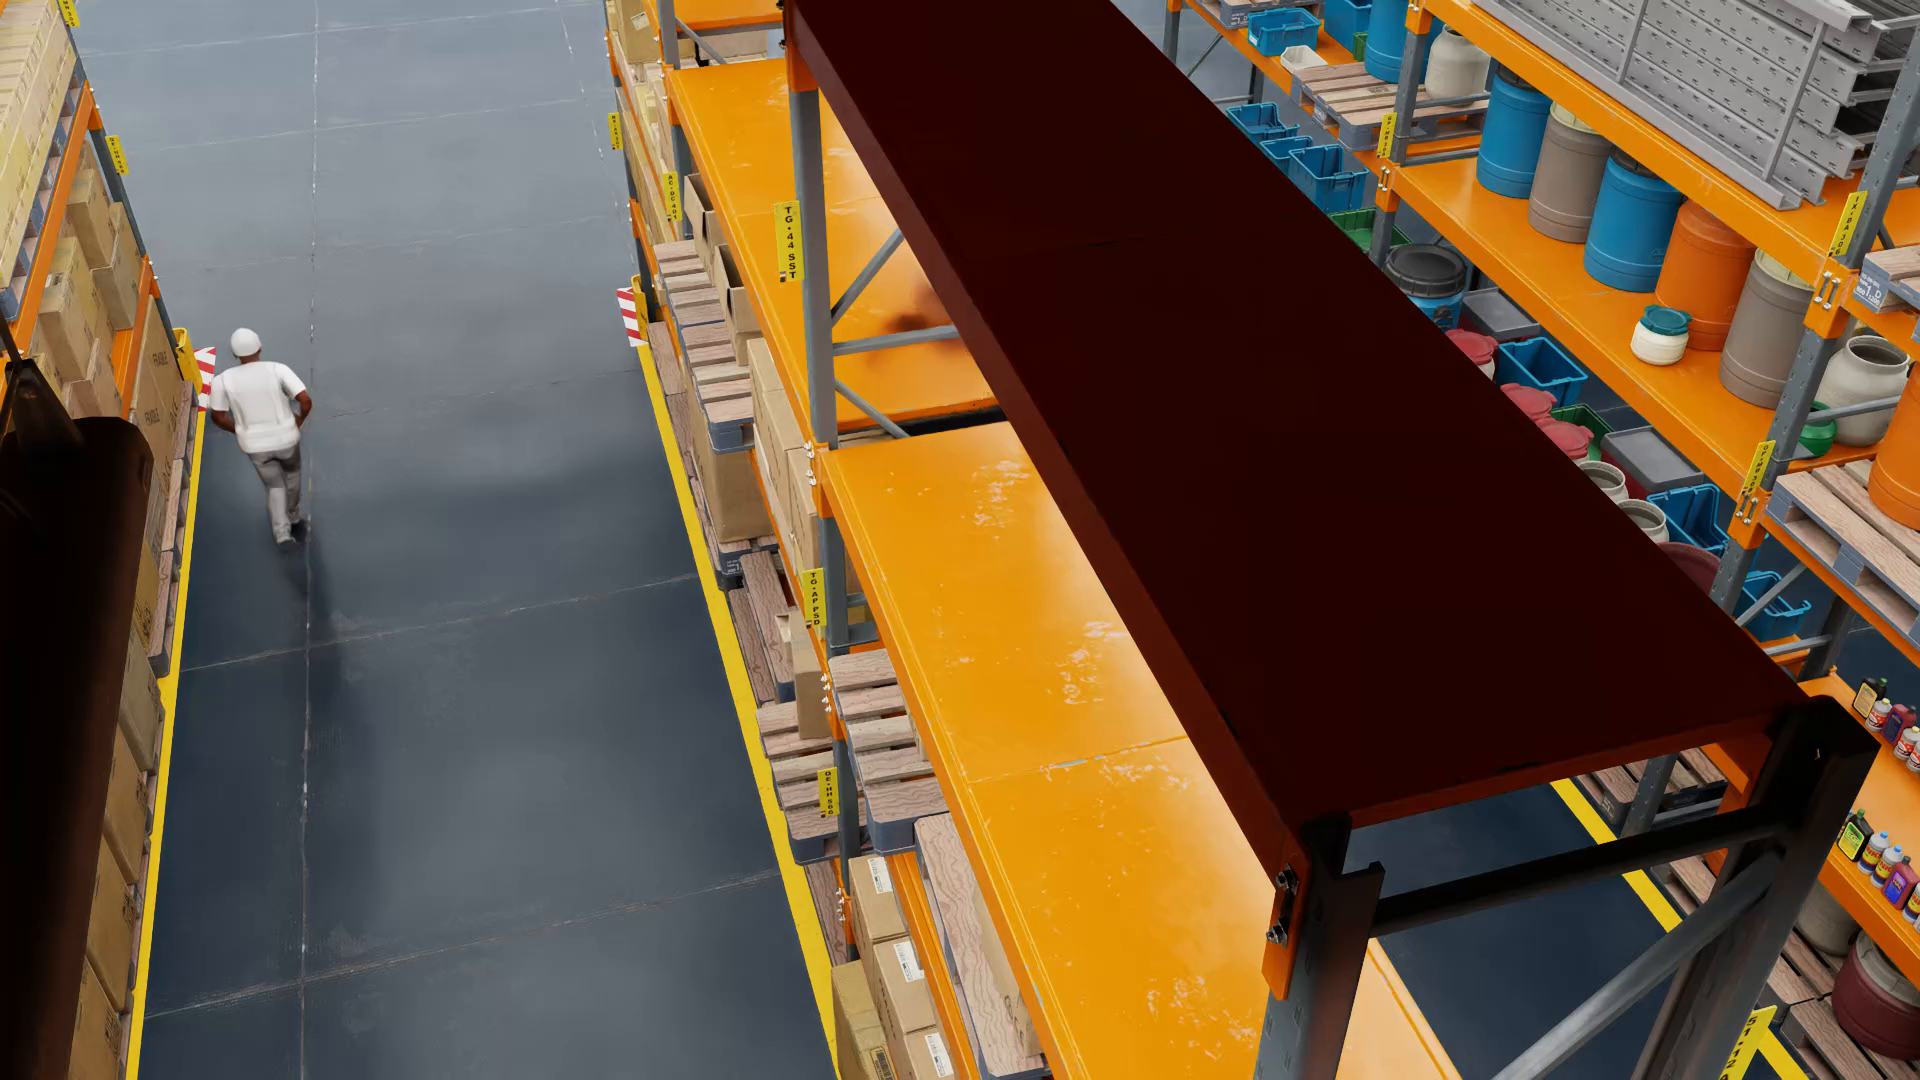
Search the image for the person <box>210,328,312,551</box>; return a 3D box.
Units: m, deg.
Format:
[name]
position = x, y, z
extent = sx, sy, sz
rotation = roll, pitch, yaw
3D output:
[person]
position = -5.080, -0.642, 12.306
extent = 0.706, 1.756, 0.936
rotation = -10, 39, -12
